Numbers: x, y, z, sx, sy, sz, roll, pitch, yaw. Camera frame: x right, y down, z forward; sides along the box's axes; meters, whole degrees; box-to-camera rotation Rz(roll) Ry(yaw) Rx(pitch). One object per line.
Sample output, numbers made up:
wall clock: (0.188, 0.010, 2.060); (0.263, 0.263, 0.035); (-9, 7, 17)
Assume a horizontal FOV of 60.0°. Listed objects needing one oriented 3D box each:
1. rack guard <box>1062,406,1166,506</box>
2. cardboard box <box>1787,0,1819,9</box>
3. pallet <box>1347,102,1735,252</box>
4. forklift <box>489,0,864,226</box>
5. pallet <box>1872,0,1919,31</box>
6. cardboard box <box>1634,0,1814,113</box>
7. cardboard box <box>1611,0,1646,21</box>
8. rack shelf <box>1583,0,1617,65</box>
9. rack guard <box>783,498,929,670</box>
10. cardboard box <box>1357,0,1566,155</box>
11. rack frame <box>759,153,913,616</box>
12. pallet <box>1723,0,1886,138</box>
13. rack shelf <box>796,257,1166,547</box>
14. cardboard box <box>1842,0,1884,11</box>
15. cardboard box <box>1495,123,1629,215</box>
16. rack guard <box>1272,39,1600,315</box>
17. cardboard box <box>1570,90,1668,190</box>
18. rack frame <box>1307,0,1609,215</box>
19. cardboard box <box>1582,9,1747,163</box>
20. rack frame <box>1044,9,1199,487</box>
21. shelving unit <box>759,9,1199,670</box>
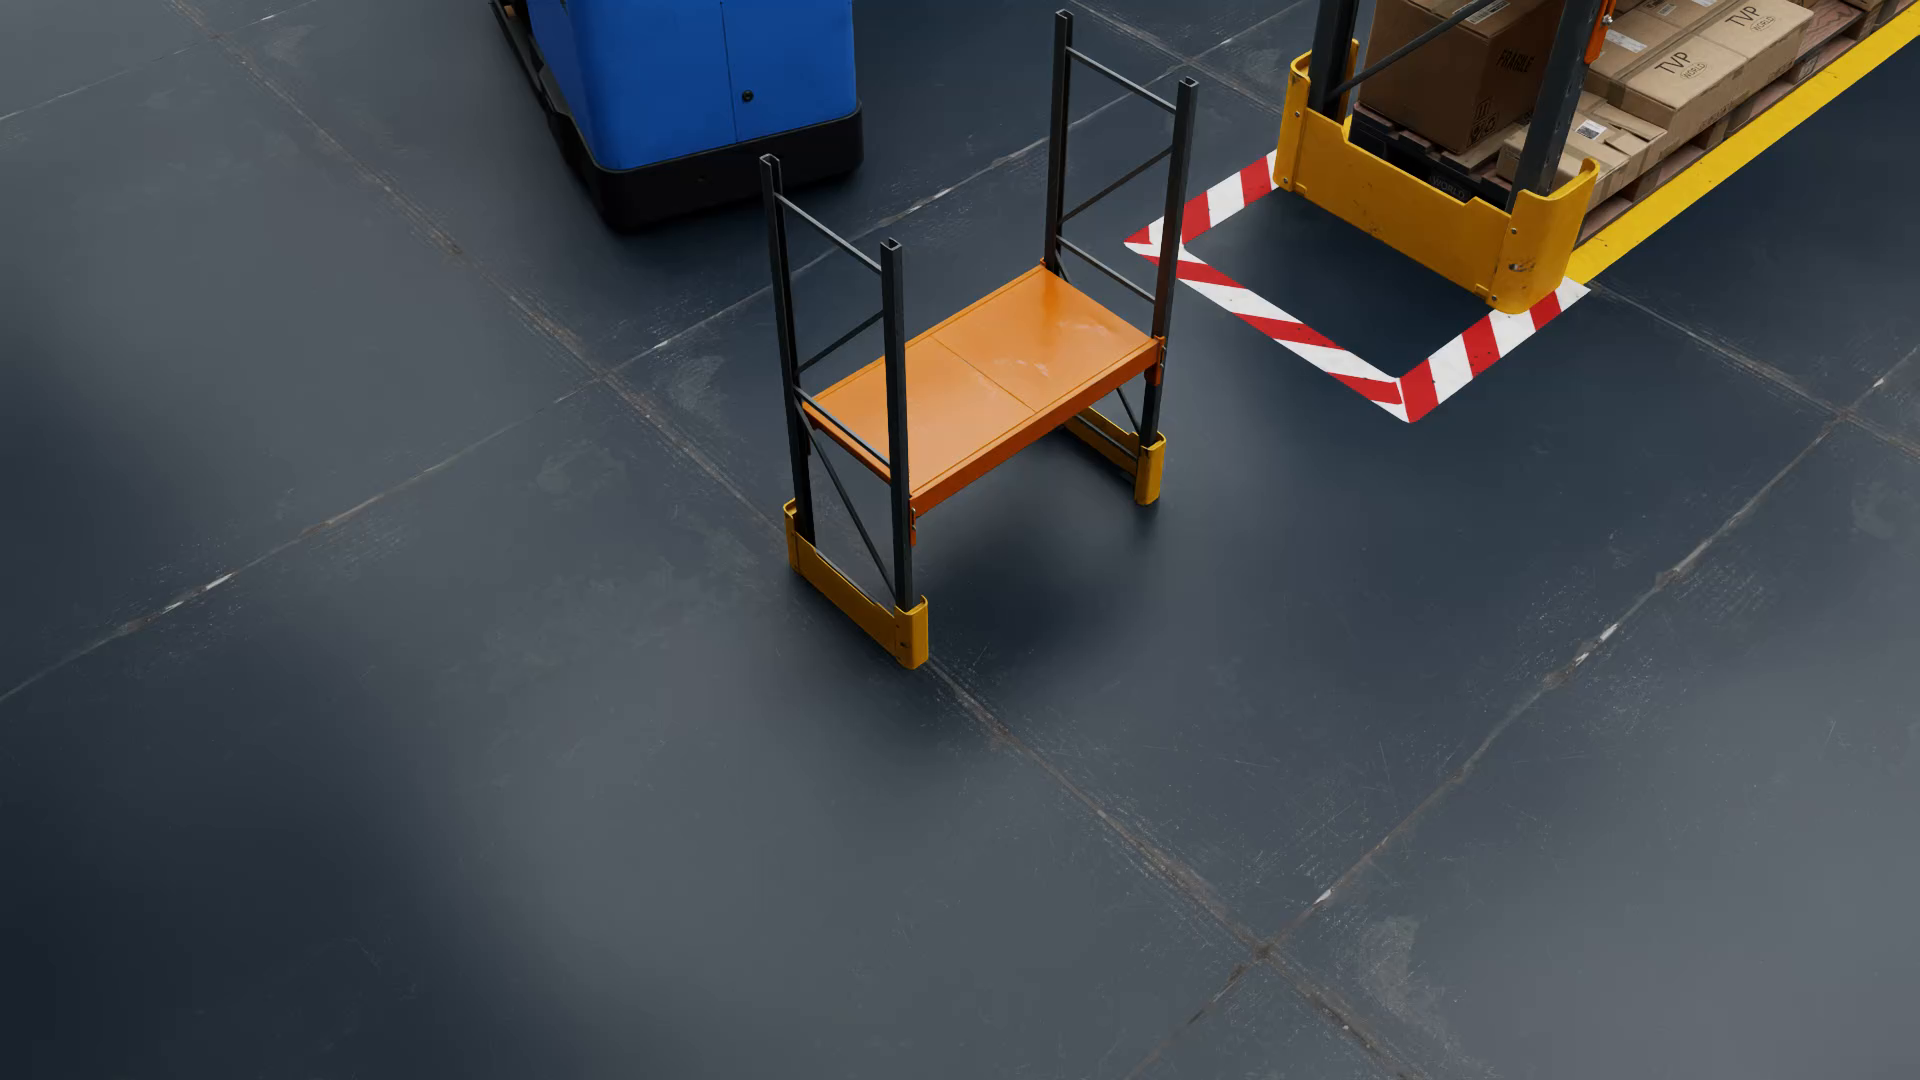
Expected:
rack guard: (0.425, -0.369, 5.420); (0.087, 0.250, 0.587); (-34, 56, -27)
cardboard box: (3.244, -2.524, 6.937); (0.637, 0.503, 0.797); (-34, 56, -27)
pallet: (2.316, -1.662, 6.640); (1.213, 0.211, 1.003); (-34, 56, -27)
forklift: (-1.433, -3.271, 6.274); (1.130, 2.935, 3.031); (-18, 50, -16)
pallet: (4.122, -2.868, 7.753); (1.213, 0.211, 1.003); (-34, 56, -27)
cardboard box: (3.004, -2.001, 6.627); (0.500, 0.250, 0.500); (-34, 56, -27)
cardboard box: (2.631, -2.248, 6.855); (0.500, 0.250, 0.500); (-34, 56, -27)
rack shelf: (3.151, -2.920, 6.393); (4.000, 0.370, 1.077); (-34, 56, -27)
rack guard: (-0.312, 0.124, 4.966); (0.087, 0.250, 0.587); (-34, 56, -27)
cardboard box: (1.907, -1.880, 6.345); (0.500, 0.500, 0.500); (-34, 56, -27)
rack frame: (-0.313, -0.299, 4.506); (0.032, 1.500, 0.500); (-34, 56, -27)
pallet: (3.219, -2.262, 7.194); (1.213, 0.211, 1.003); (-34, 56, -27)
rack shelf: (0.063, -0.429, 4.870); (1.000, 0.185, 0.538); (-34, 56, -27)
cardboard box: (3.845, -2.584, 7.123); (0.500, 0.311, 0.500); (-34, 56, -27)
cardboard box: (2.212, -1.378, 6.121); (0.250, 0.149, 0.380); (-34, 56, -27)
rack guard: (1.727, -1.365, 6.170); (0.348, 0.500, 1.175); (-34, 56, -27)
cardboard box: (2.397, -1.507, 6.228); (0.250, 0.166, 0.380); (-34, 56, -27)
rack frame: (1.671, -2.175, 5.216); (0.127, 3.000, 1.000); (-34, 56, -27)
cardboard box: (2.634, -1.754, 6.399); (0.500, 0.250, 0.500); (-34, 56, -27)
rack frame: (0.439, -0.802, 4.970); (0.032, 1.500, 0.500); (-34, 56, -27)
shelving unit: (0.056, -0.546, 4.734); (1.083, 1.500, 0.587); (-34, 56, -27)
